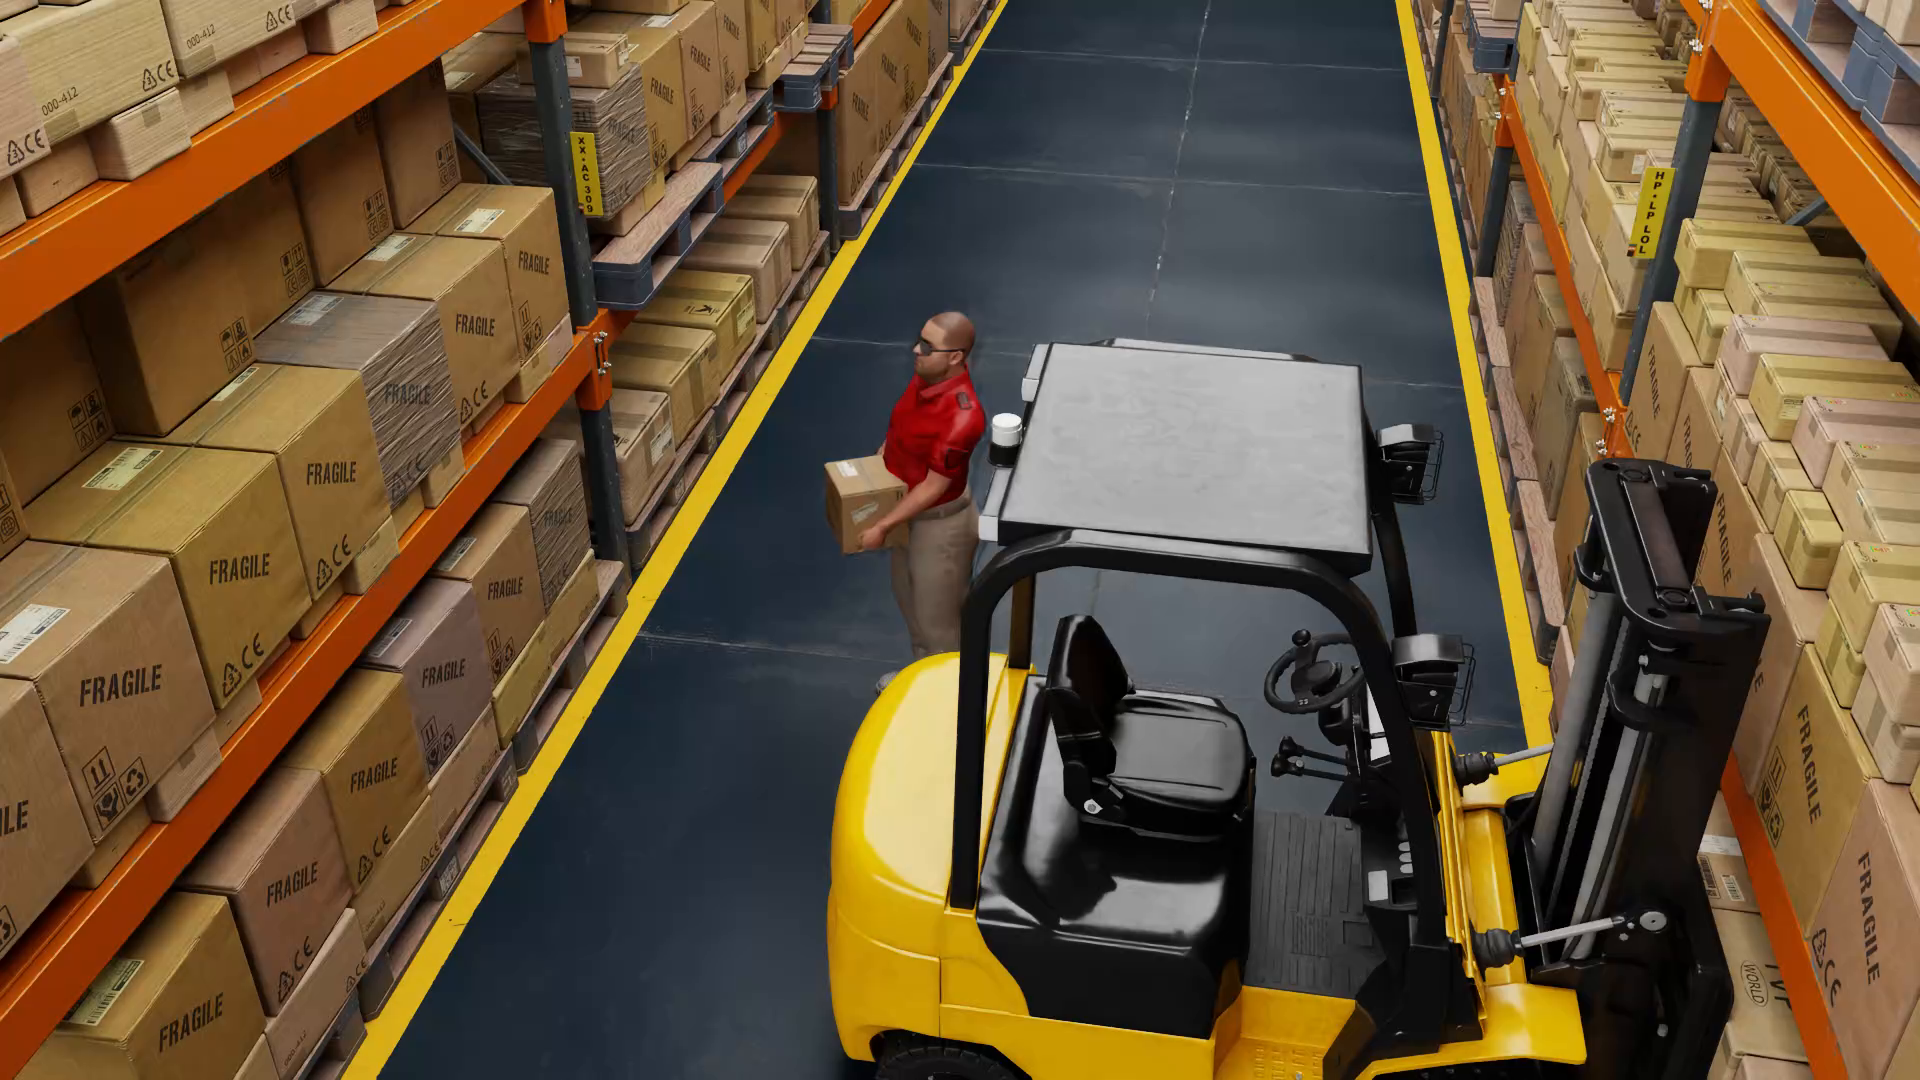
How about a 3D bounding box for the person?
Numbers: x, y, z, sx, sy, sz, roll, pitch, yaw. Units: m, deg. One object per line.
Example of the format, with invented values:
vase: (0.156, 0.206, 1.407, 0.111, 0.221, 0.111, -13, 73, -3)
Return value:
person: (-0.191, -0.043, 6.224, 0.529, 1.720, 0.499, -9, 33, -14)
